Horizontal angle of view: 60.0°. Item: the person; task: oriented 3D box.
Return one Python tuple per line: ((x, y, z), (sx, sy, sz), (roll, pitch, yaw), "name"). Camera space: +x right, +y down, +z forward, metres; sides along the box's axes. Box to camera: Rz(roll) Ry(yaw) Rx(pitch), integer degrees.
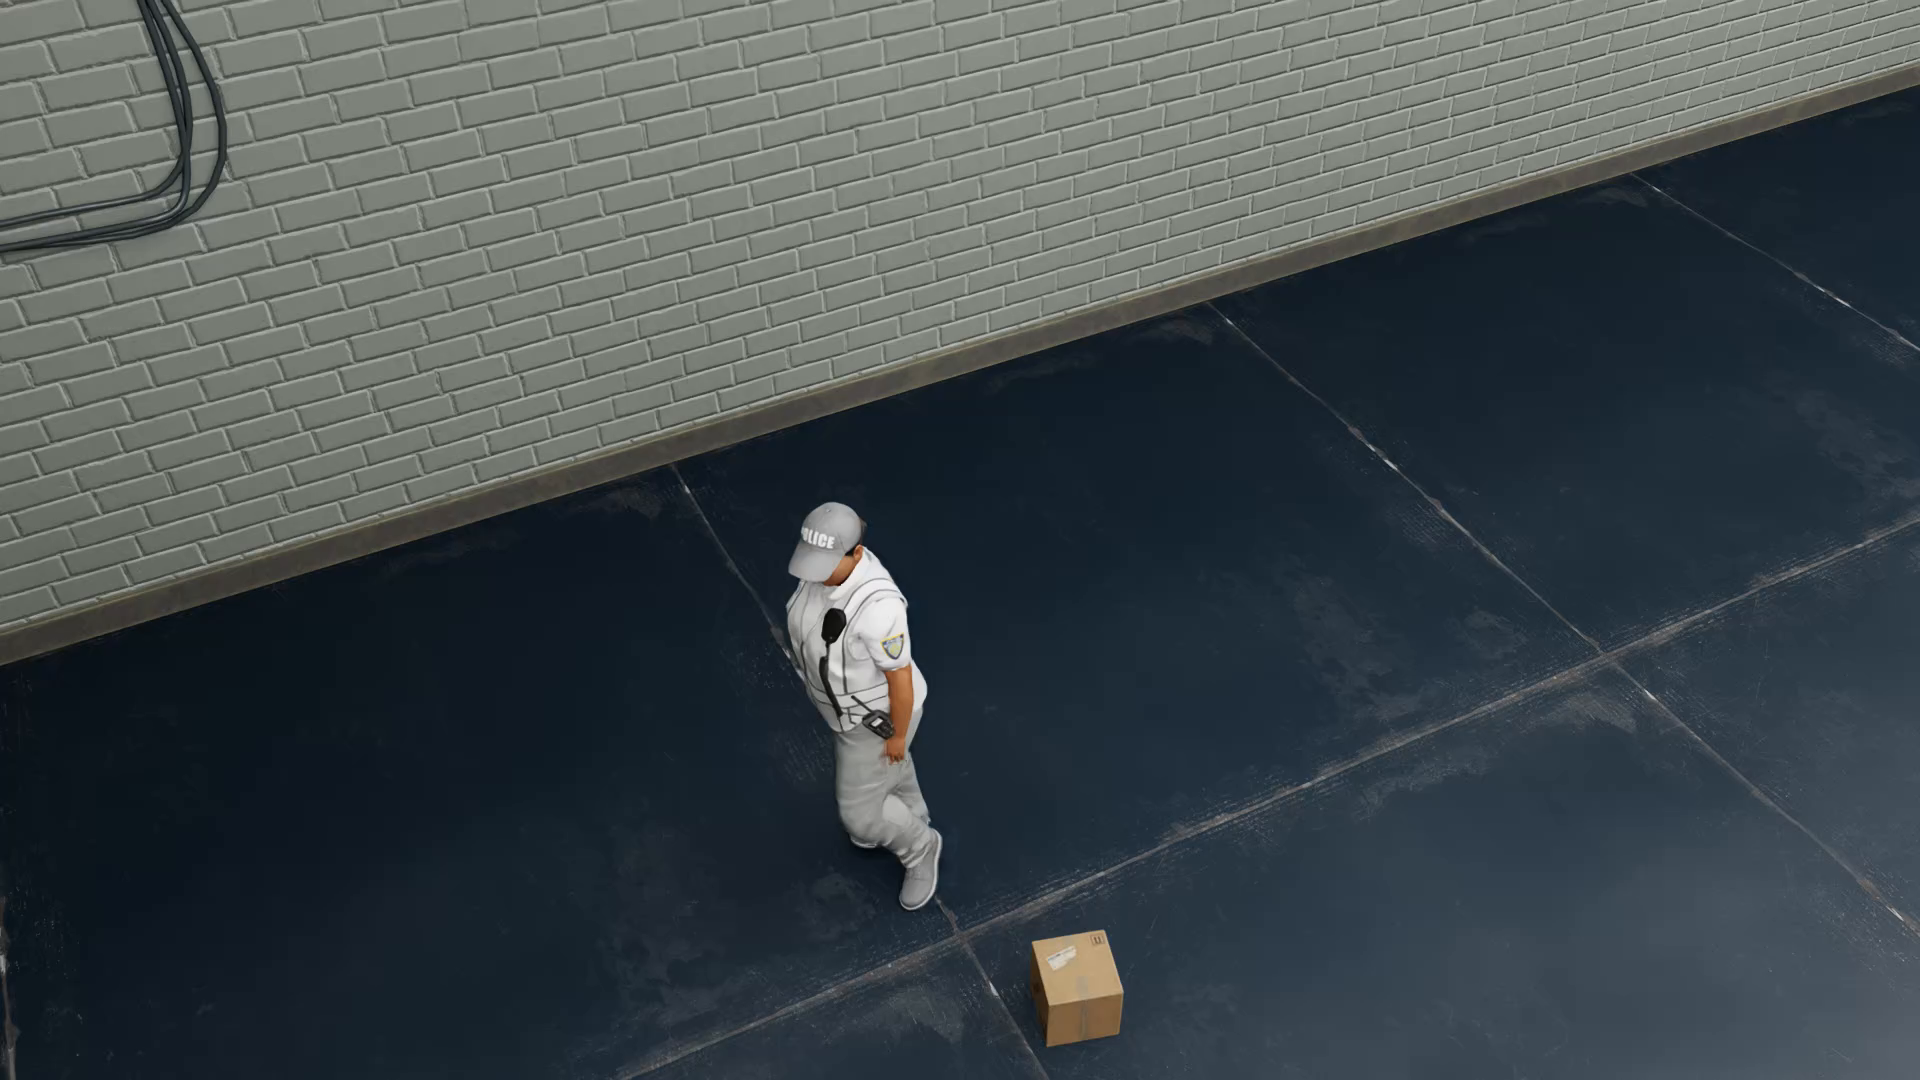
((-0.303, 0.537, 5.528), (0.476, 1.653, 0.578), (-19, 45, -20), "person")
